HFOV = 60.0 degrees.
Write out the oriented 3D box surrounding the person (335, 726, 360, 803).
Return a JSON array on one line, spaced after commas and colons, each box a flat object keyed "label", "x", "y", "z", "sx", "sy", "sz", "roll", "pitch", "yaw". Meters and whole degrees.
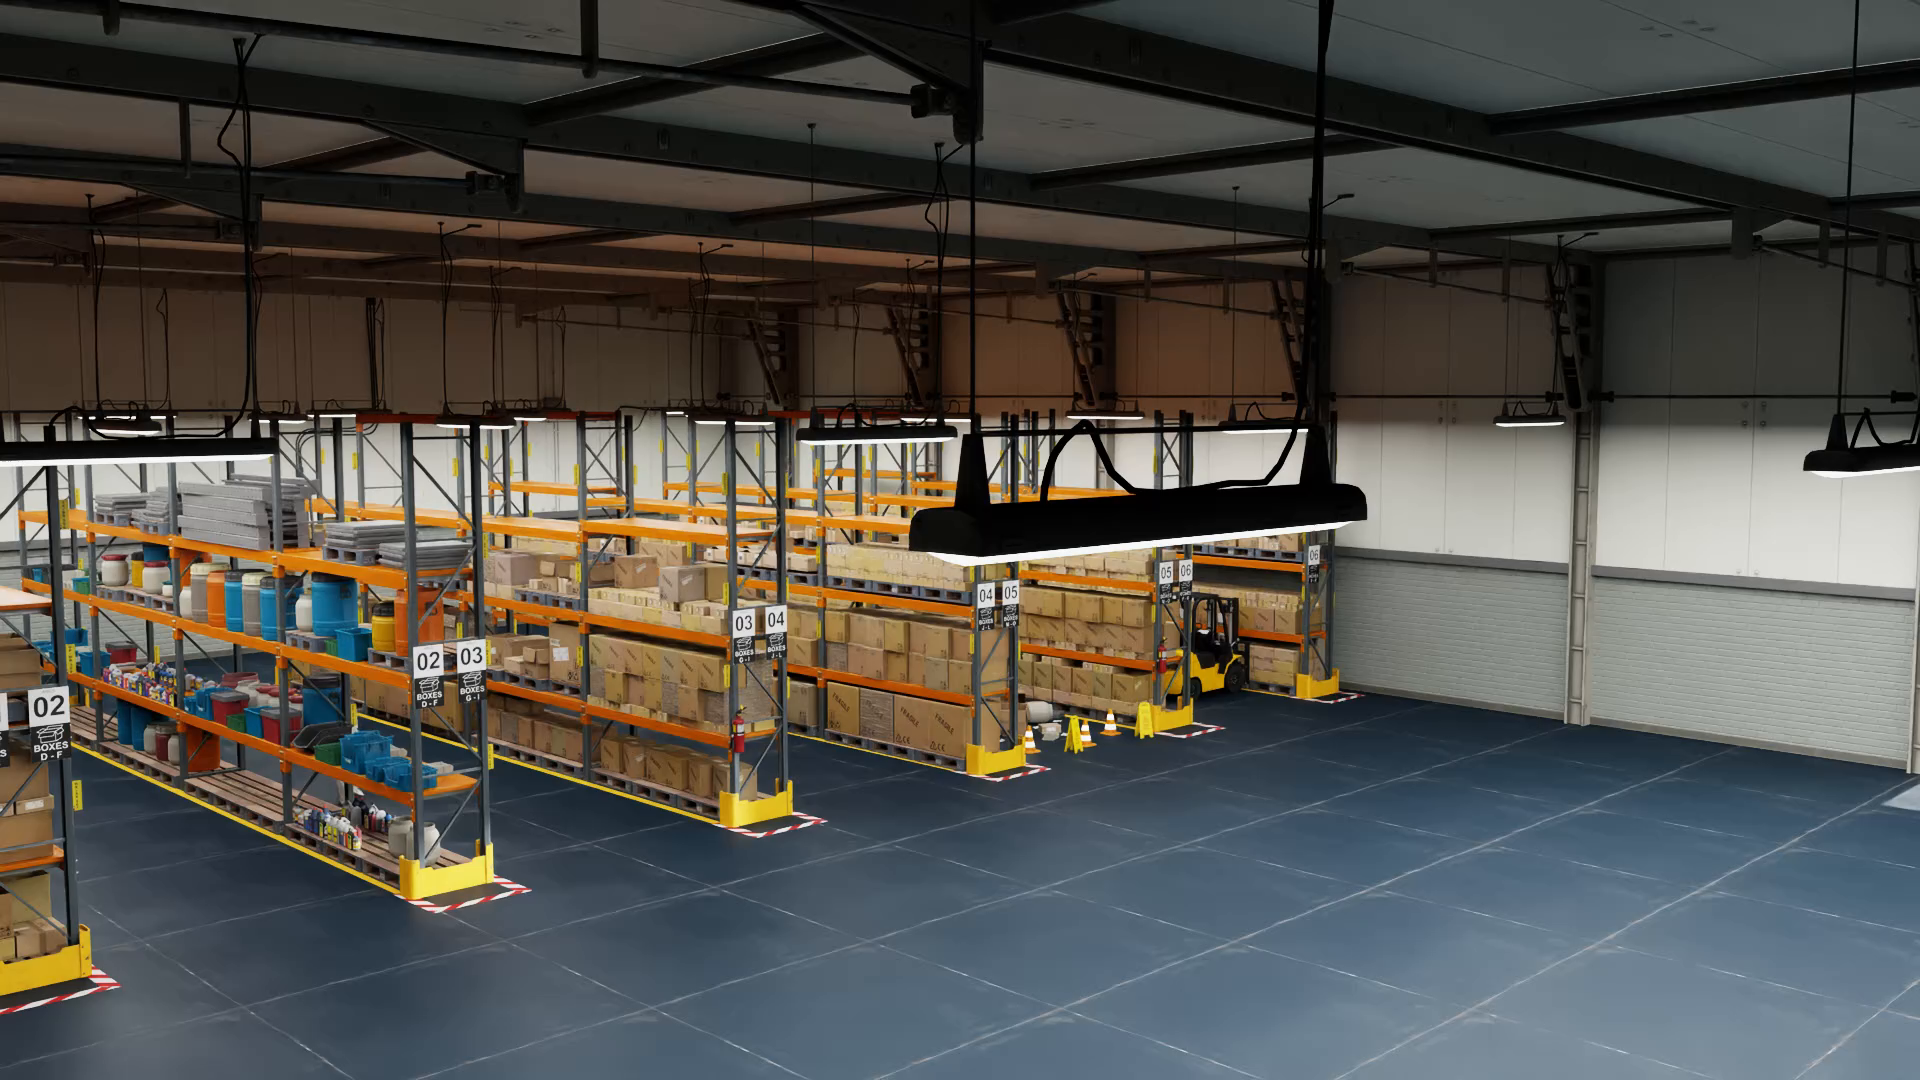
[{"label": "person", "x": -9.651, "y": 3.198, "z": 25.899, "sx": 0.571, "sy": 1.787, "sz": 0.588, "roll": -2, "pitch": 5, "yaw": -25}]
